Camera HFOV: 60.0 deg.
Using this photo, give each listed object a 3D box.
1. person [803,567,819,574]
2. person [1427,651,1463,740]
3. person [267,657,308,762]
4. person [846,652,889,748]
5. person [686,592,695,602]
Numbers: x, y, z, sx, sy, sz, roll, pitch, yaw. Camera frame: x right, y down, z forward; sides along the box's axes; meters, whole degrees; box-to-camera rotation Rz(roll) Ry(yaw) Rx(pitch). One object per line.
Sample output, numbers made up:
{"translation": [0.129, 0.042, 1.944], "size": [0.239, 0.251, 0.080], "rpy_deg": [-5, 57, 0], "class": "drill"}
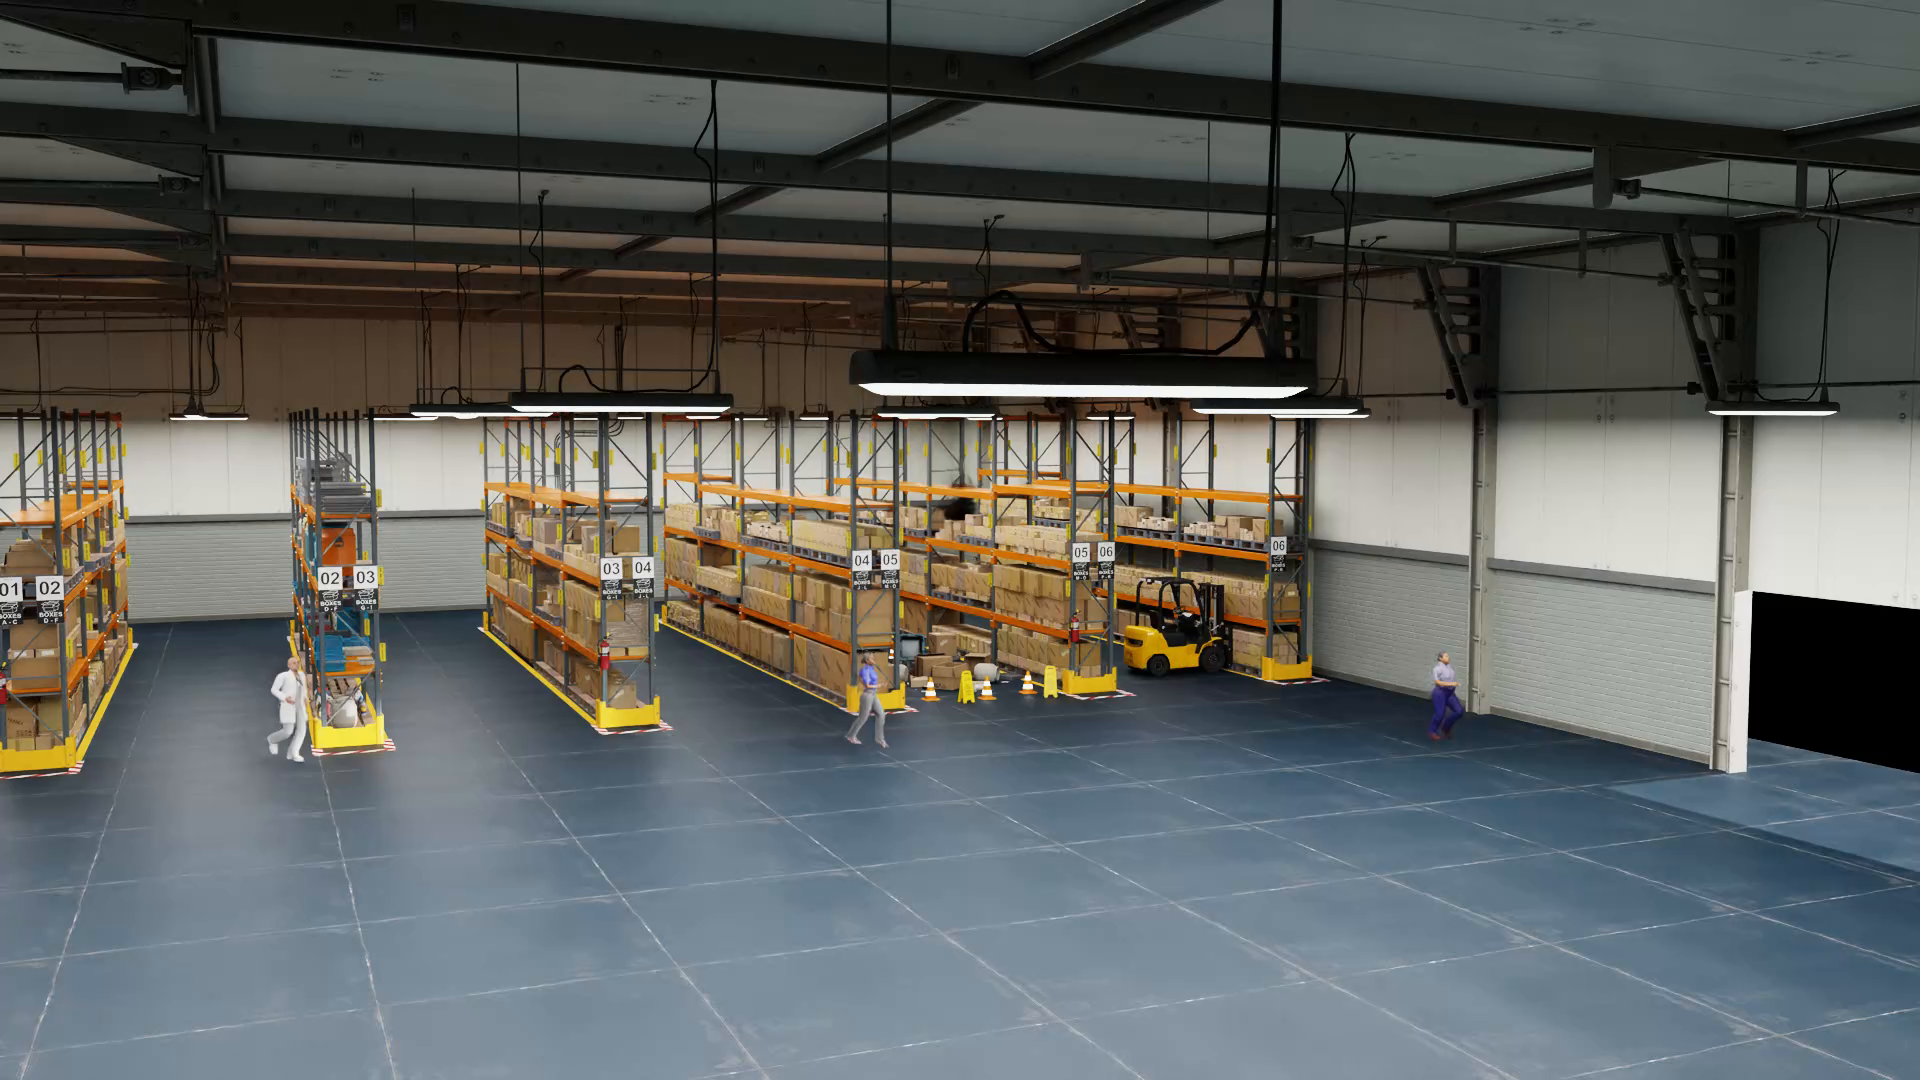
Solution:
{"translation": [-4.616, 1.279, 51.048], "size": [0.854, 1.783, 0.713], "rpy_deg": [-1, 4, -15], "class": "person"}
{"translation": [8.751, 2.807, 29.964], "size": [0.582, 1.632, 0.652], "rpy_deg": [-3, 5, -36], "class": "person"}
{"translation": [-11.424, 2.872, 28.406], "size": [0.793, 1.752, 0.729], "rpy_deg": [3, 5, 33], "class": "person"}
{"translation": [-1.644, 2.836, 29.375], "size": [0.772, 1.716, 0.546], "rpy_deg": [1, 4, 15], "class": "person"}
{"translation": [-7.918, 1.451, 49.215], "size": [0.526, 1.627, 0.570], "rpy_deg": [-2, 5, -30], "class": "person"}
